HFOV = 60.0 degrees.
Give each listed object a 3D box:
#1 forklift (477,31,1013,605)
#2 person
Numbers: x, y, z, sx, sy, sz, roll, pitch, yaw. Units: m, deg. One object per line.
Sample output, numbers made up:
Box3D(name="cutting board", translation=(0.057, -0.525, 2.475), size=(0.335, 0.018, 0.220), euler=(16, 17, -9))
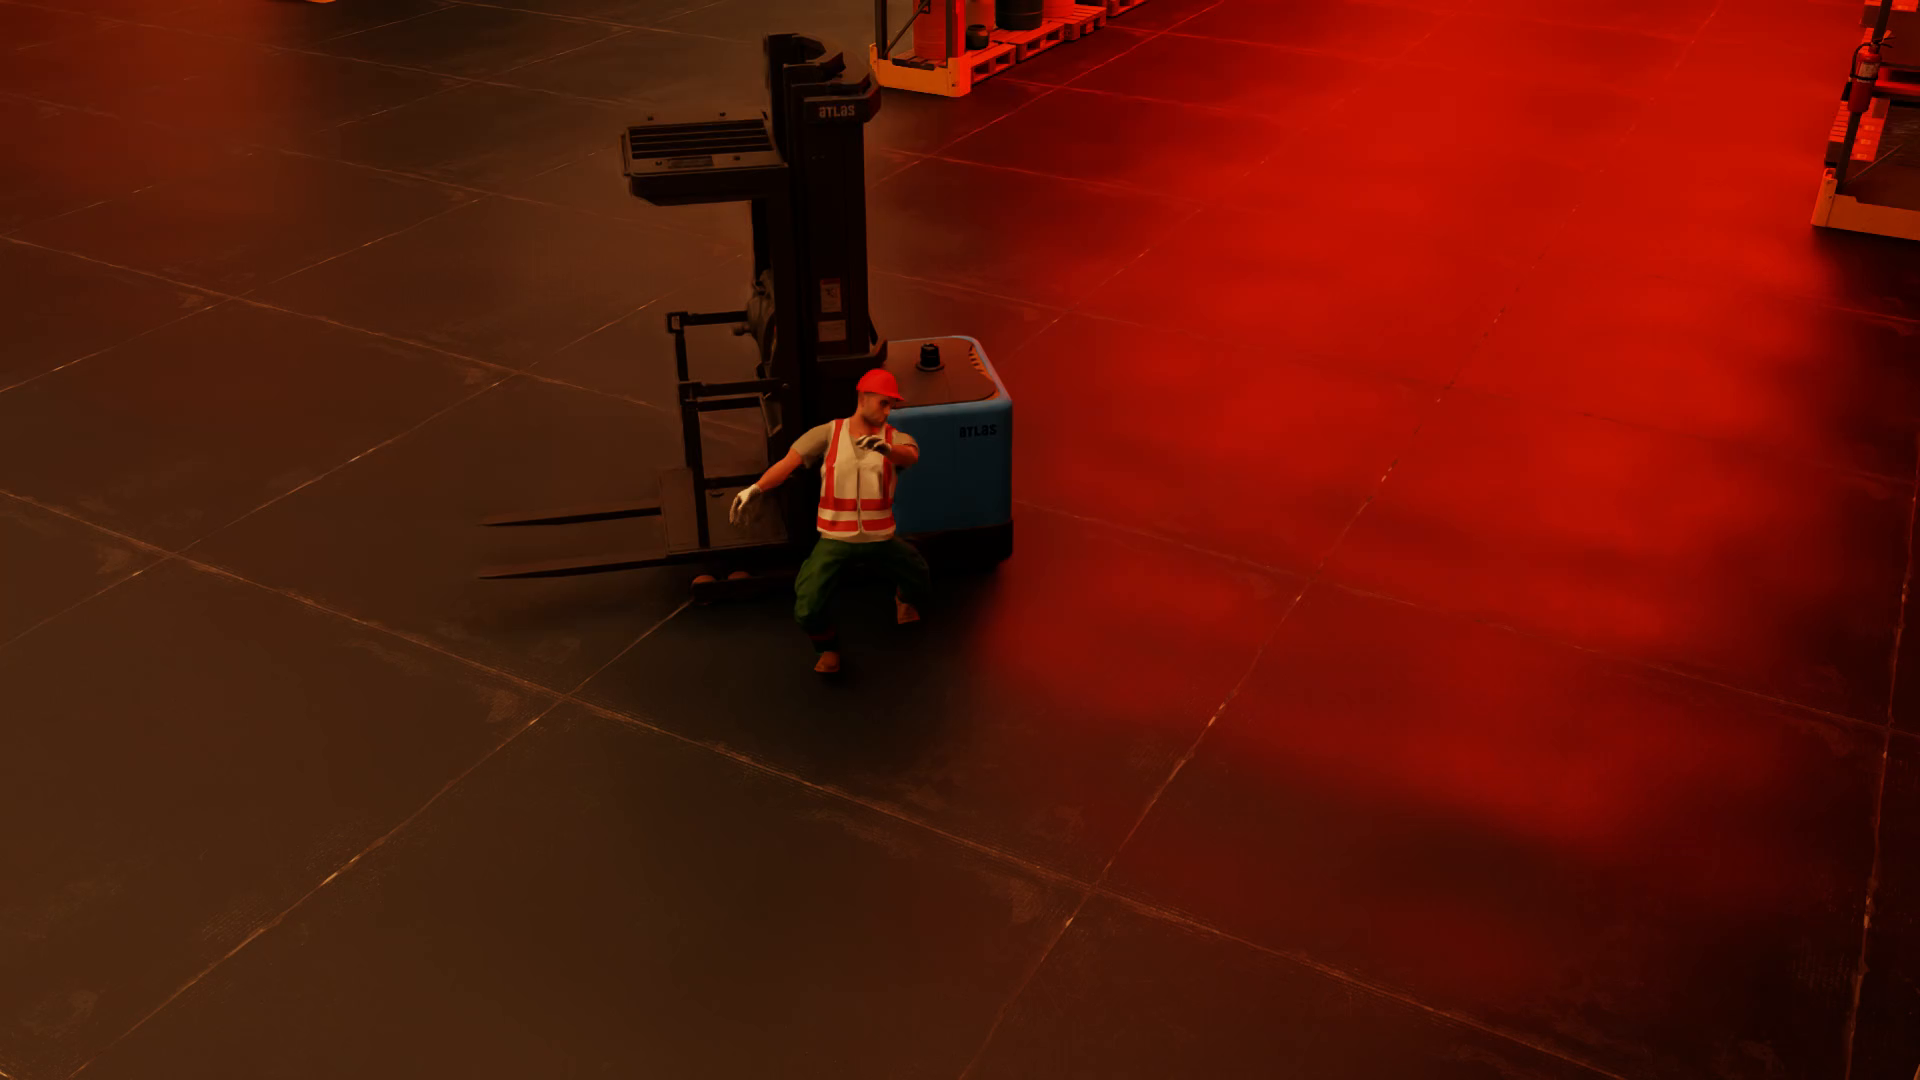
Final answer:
Box3D(name="forklift", translation=(-1.262, -1.193, 9.138), size=(3.031, 2.935, 1.130), euler=(-6, 31, -10))
Box3D(name="person", translation=(-0.650, -0.017, 8.455), size=(1.044, 1.535, 0.775), euler=(-8, 31, -13))
